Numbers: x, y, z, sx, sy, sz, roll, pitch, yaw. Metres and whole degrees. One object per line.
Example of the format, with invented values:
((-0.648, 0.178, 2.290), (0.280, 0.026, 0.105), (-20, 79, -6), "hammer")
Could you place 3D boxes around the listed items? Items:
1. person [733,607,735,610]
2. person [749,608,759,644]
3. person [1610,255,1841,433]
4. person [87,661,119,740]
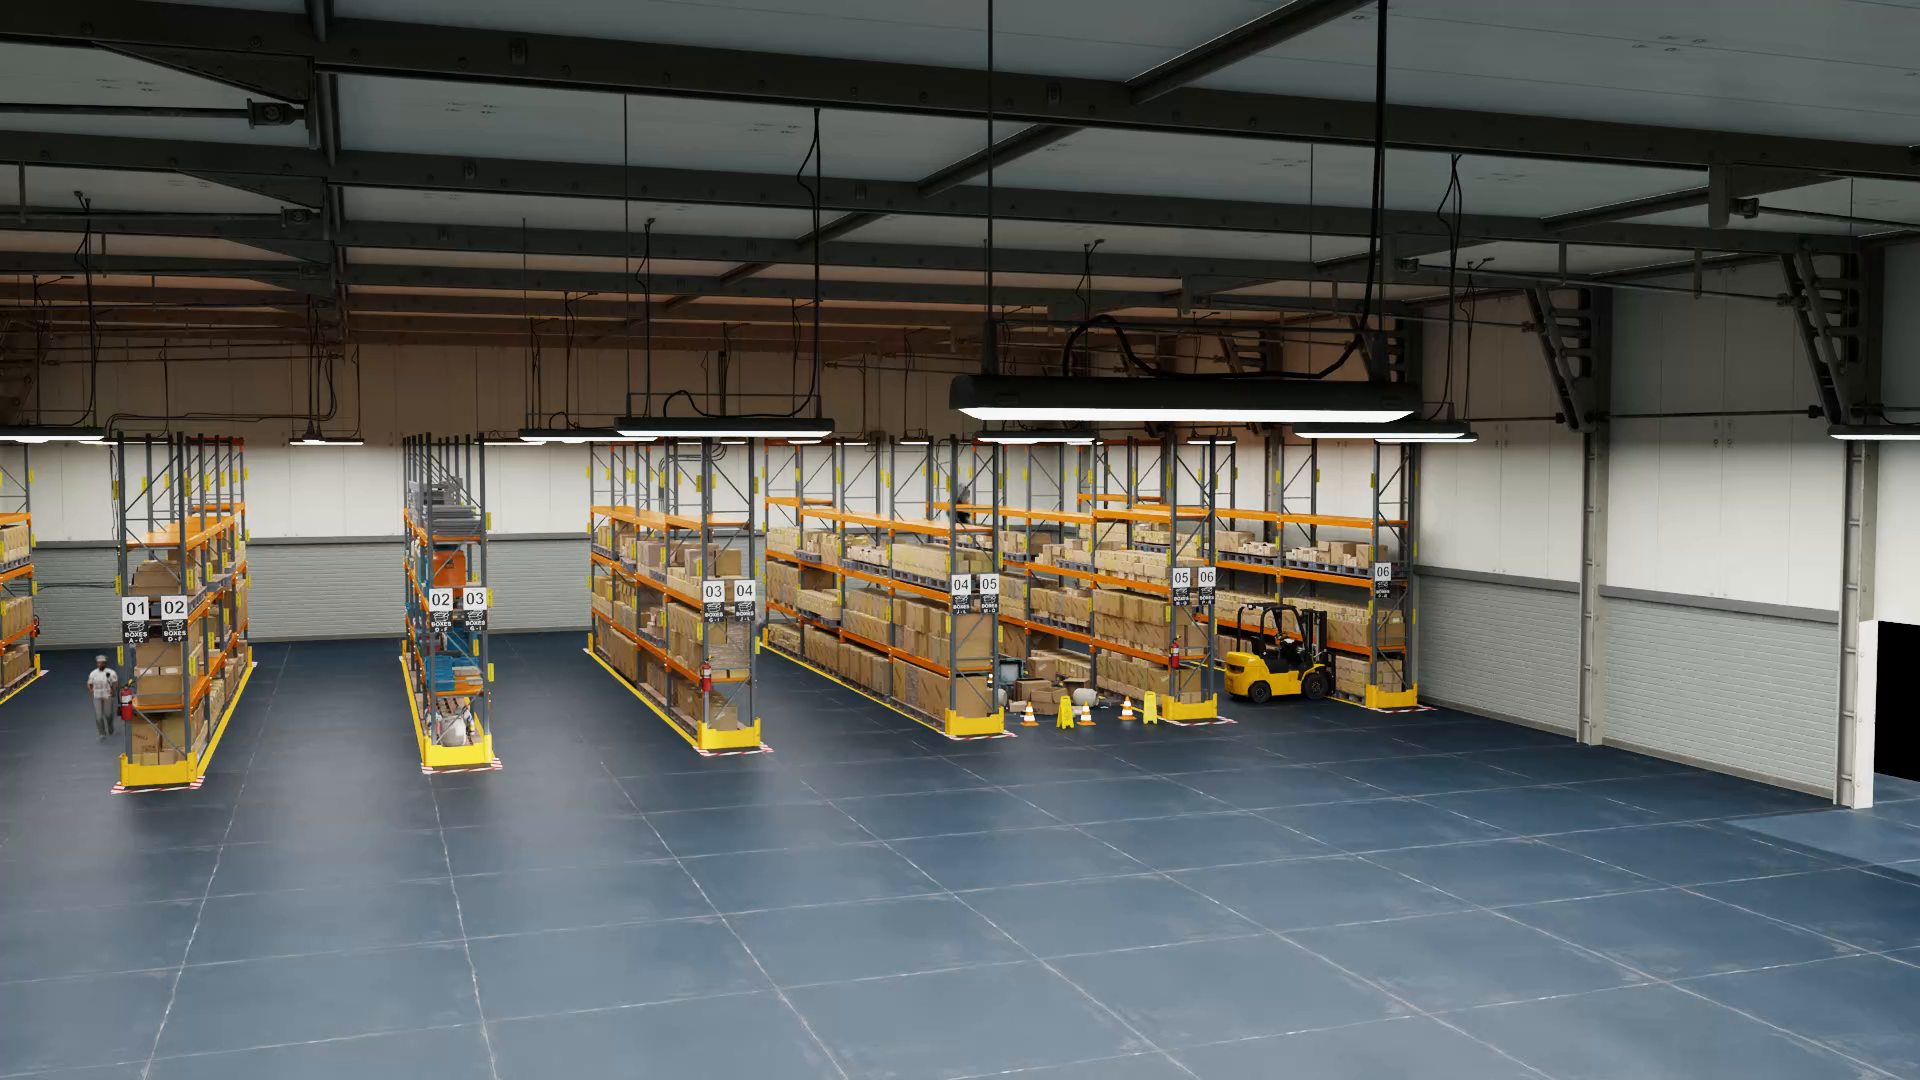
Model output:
((-6.058, 2.460, 45.959), (0.557, 1.332, 0.507), (-1, 3, -16), "person")
((-5.608, 2.360, 44.673), (0.448, 1.669, 0.512), (-1, 3, -25), "person")
((6.701, -0.970, 39.173), (23.190, 8.953, 18.708), (1, 3, 20), "person")
((-16.833, 3.107, 32.651), (0.572, 1.606, 0.578), (-1, 3, -21), "person")
